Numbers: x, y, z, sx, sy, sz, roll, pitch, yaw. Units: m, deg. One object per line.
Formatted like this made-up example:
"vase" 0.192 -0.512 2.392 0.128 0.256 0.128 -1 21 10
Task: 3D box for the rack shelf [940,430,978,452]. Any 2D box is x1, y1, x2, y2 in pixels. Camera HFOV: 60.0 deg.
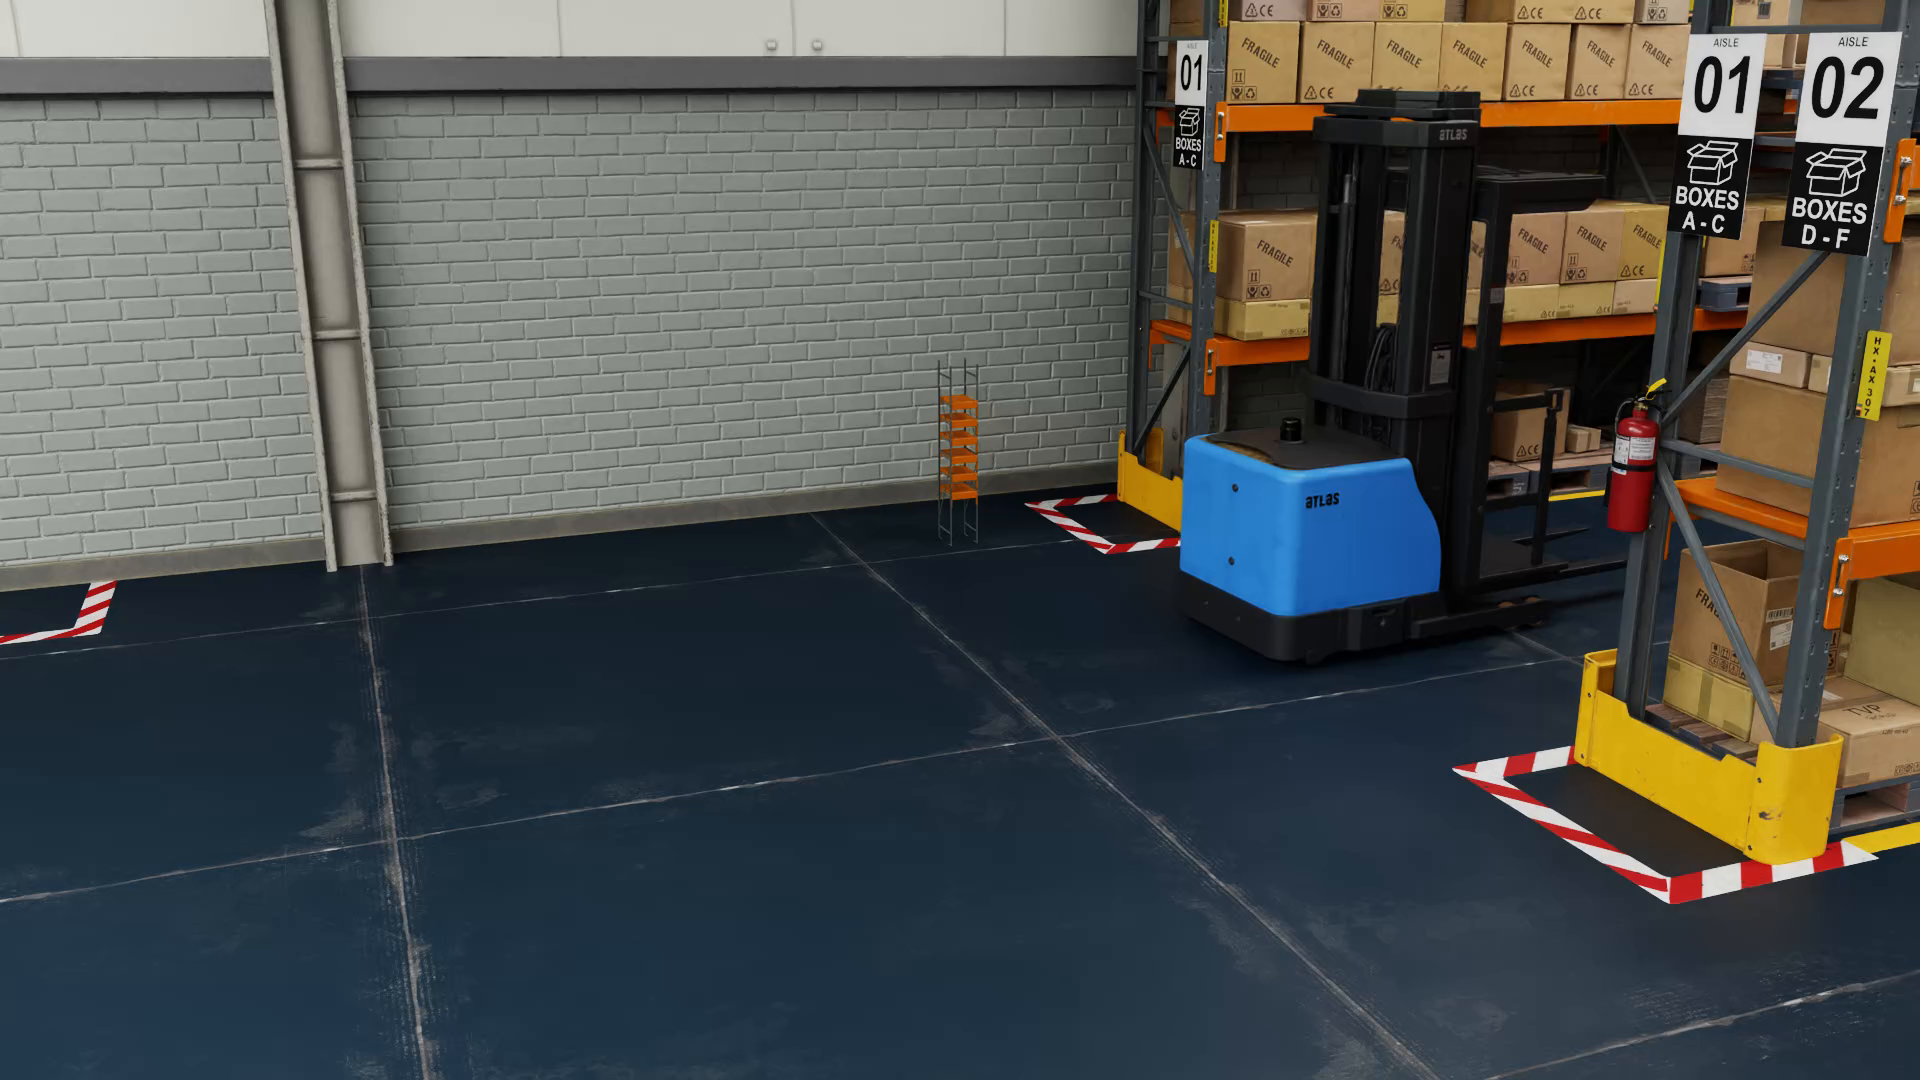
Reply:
"rack shelf" -0.014 -0.647 10.903 0.180 0.103 0.258 -6 17 -20

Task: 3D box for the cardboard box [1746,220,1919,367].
"cardboard box" 3.691 -1.024 6.782 0.500 0.500 0.700 -6 17 -20

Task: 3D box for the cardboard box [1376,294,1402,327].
"cardboard box" 2.952 -1.617 11.511 0.500 0.250 0.500 -6 18 -21

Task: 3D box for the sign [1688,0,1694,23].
"sign" 3.020 -2.275 6.766 0.005 0.325 0.100 -6 17 -20

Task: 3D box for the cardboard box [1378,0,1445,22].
"cardboard box" 2.833 -3.651 10.896 0.500 0.500 0.500 -6 17 -19

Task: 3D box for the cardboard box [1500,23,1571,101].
"cardboard box" 3.796 -3.278 11.401 0.500 0.500 0.500 -7 18 -22

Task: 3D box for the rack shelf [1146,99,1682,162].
"rack shelf" 3.293 -2.903 11.614 4.000 0.370 1.077 -6 17 -20

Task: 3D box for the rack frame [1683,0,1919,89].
"rack frame" 3.201 -3.183 5.966 0.127 3.000 1.000 -6 17 -20

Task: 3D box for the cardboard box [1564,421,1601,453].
"cardboard box" 4.671 -0.801 12.749 0.250 0.166 0.380 -9 18 -27

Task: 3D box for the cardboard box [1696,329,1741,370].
"cardboard box" 6.252 -1.506 13.228 0.500 0.250 0.500 -7 18 -21

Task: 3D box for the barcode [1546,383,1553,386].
"barcode" 4.570 -1.185 12.897 0.075 0.075 0.001 -6 17 -20

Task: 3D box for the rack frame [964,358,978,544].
"rack frame" 0.072 -0.583 10.956 0.006 1.200 0.240 -6 17 -20

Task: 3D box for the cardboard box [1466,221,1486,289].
"cardboard box" 3.406 -2.027 11.576 0.500 0.500 0.500 -6 17 -18

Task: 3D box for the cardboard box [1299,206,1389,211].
"cardboard box" 2.744 -2.110 11.859 0.500 0.500 0.500 -7 18 -22

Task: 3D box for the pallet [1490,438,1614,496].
"pallet" 4.546 -0.596 12.753 1.213 0.211 1.003 -6 17 -20

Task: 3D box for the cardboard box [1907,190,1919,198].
"cardboard box" 7.948 -2.560 13.533 0.500 0.500 0.700 -8 18 -25

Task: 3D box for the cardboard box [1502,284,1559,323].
"cardboard box" 3.894 -1.718 11.856 0.500 0.250 0.500 -6 17 -20

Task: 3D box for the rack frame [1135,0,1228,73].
"rack frame" 1.425 -4.486 10.403 0.127 3.000 1.000 -6 17 -20

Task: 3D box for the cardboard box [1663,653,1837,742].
"cardboard box" 3.596 0.681 7.589 0.500 0.250 0.500 -6 17 -20

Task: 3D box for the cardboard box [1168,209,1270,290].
"cardboard box" 1.789 -2.008 11.514 0.500 0.500 0.500 -6 18 -21

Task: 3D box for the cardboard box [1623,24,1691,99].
"cardboard box" 4.775 -3.391 11.787 0.500 0.500 0.500 -6 17 -19

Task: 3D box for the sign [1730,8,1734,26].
"sign" 5.362 -3.556 11.643 0.005 0.325 0.100 -6 17 -20

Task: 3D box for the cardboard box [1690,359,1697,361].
"cardboard box" 6.306 -1.166 13.402 0.500 0.500 0.700 -7 18 -21

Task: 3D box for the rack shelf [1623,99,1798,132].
"rack shelf" 7.028 -3.307 12.987 4.000 0.370 1.077 -6 17 -20

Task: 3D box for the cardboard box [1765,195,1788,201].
"cardboard box" 6.776 -2.441 13.130 0.500 0.500 0.700 -4 17 -12

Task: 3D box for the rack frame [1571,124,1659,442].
"rack frame" 5.160 -2.011 12.622 0.127 3.000 1.000 -6 17 -20

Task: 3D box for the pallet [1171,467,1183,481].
"pallet" 2.267 -0.350 11.915 1.213 0.211 1.003 -6 17 -20

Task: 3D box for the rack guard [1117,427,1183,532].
"rack guard" 1.496 -0.416 11.627 0.348 0.500 1.175 -6 17 -20

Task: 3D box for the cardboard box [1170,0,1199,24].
"cardboard box" 1.734 -3.696 11.051 0.500 0.500 0.500 -5 17 -18

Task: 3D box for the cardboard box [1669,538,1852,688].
"cardboard box" 3.595 0.321 7.485 0.500 0.500 0.500 -6 17 -20

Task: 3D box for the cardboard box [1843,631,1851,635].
"cardboard box" 4.525 0.577 7.945 0.500 0.250 0.500 -6 17 -20

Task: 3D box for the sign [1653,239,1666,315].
"sign" 3.020 -1.118 7.106 0.005 0.325 0.100 -6 17 -20

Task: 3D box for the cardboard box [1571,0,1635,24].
"cardboard box" 4.279 -3.807 11.428 0.500 0.500 0.500 -5 17 -17

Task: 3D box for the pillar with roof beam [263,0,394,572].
"pillar with roof beam" -2.293 -3.047 5.502 0.400 9.000 9.100 -6 17 -20

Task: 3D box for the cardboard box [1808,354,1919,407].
"cardboard box" 3.645 -0.647 6.648 0.250 0.149 0.380 -6 18 -20

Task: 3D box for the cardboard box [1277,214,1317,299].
"cardboard box" 2.444 -1.921 11.217 0.500 0.500 0.500 -6 17 -20

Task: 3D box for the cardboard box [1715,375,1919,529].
"cardboard box" 3.642 -0.396 6.946 0.500 0.500 0.700 -6 17 -20

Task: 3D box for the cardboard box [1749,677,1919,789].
"cardboard box" 3.782 0.818 7.125 0.500 0.250 0.500 -6 17 -20

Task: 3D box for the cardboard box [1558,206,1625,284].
"cardboard box" 4.365 -2.127 11.919 0.500 0.500 0.500 -6 17 -20

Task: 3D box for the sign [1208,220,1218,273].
"sign" 1.619 -1.880 10.641 0.005 0.325 0.100 -6 17 -20

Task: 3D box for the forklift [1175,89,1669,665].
"forklift" 2.786 -1.015 9.353 3.031 2.935 1.130 -8 18 -25

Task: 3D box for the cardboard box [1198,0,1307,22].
"cardboard box" 1.872 -3.559 10.583 0.500 0.500 0.500 -8 18 -24

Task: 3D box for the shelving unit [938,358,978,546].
"shelving unit" -0.014 -0.574 10.924 0.189 1.200 0.258 -6 17 -20

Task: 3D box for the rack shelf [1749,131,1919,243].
"rack shelf" 5.069 -1.600 7.177 4.000 0.370 1.077 -6 17 -20

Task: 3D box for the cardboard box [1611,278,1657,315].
"cardboard box" 4.826 -1.821 12.206 0.500 0.250 0.500 -6 17 -20

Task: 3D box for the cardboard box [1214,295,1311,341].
"cardboard box" 1.994 -1.511 11.150 0.500 0.250 0.500 -7 18 -22

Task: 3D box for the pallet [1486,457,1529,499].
"pallet" 3.405 -0.472 12.330 1.213 0.211 1.003 -6 17 -20

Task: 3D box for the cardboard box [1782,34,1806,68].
"cardboard box" 6.274 -3.705 12.480 0.500 0.311 0.500 -6 17 -18

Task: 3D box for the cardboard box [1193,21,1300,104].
"cardboard box" 1.827 -3.072 10.700 0.500 0.500 0.500 -6 17 -19

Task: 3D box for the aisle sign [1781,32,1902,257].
"aisle sign" 3.249 -1.465 6.148 0.004 0.787 0.394 -6 17 -20

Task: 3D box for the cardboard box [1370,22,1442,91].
"cardboard box" 2.825 -3.170 11.034 0.500 0.500 0.500 -5 17 -18

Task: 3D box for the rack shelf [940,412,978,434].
"rack shelf" -0.014 -0.762 10.869 0.180 0.103 0.258 -6 17 -20

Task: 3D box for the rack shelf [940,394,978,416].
"rack shelf" -0.014 -0.877 10.835 0.180 0.103 0.258 -6 17 -20

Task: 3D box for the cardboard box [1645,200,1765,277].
"cardboard box" 5.648 -2.312 12.690 0.500 0.500 0.700 -6 17 -20

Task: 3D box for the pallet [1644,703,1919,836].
"pallet" 3.900 0.945 7.505 1.213 0.211 1.003 -6 17 -20
